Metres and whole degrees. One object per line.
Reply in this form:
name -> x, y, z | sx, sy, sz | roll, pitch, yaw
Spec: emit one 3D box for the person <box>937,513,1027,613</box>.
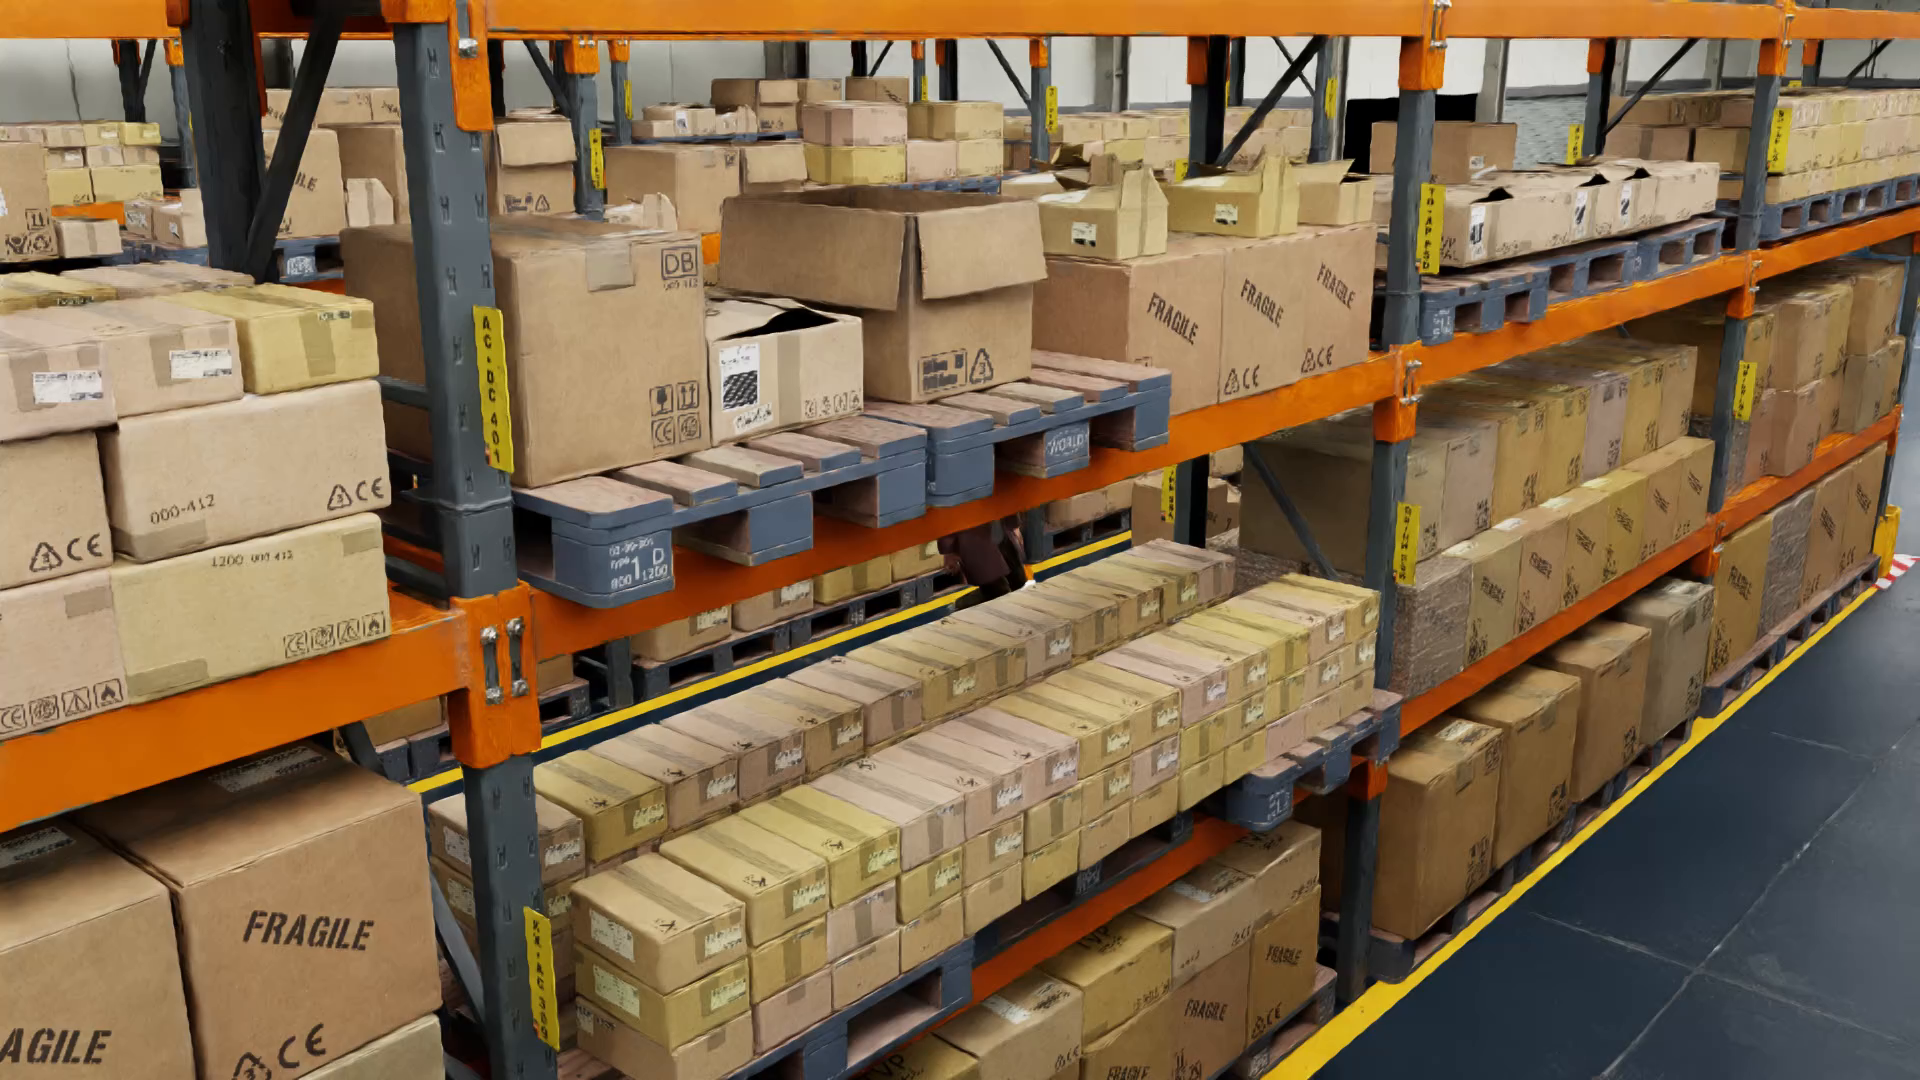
person -> 0.130, 0.005, 10.629 | 0.714, 1.732, 0.632 | 11, 20, 33
